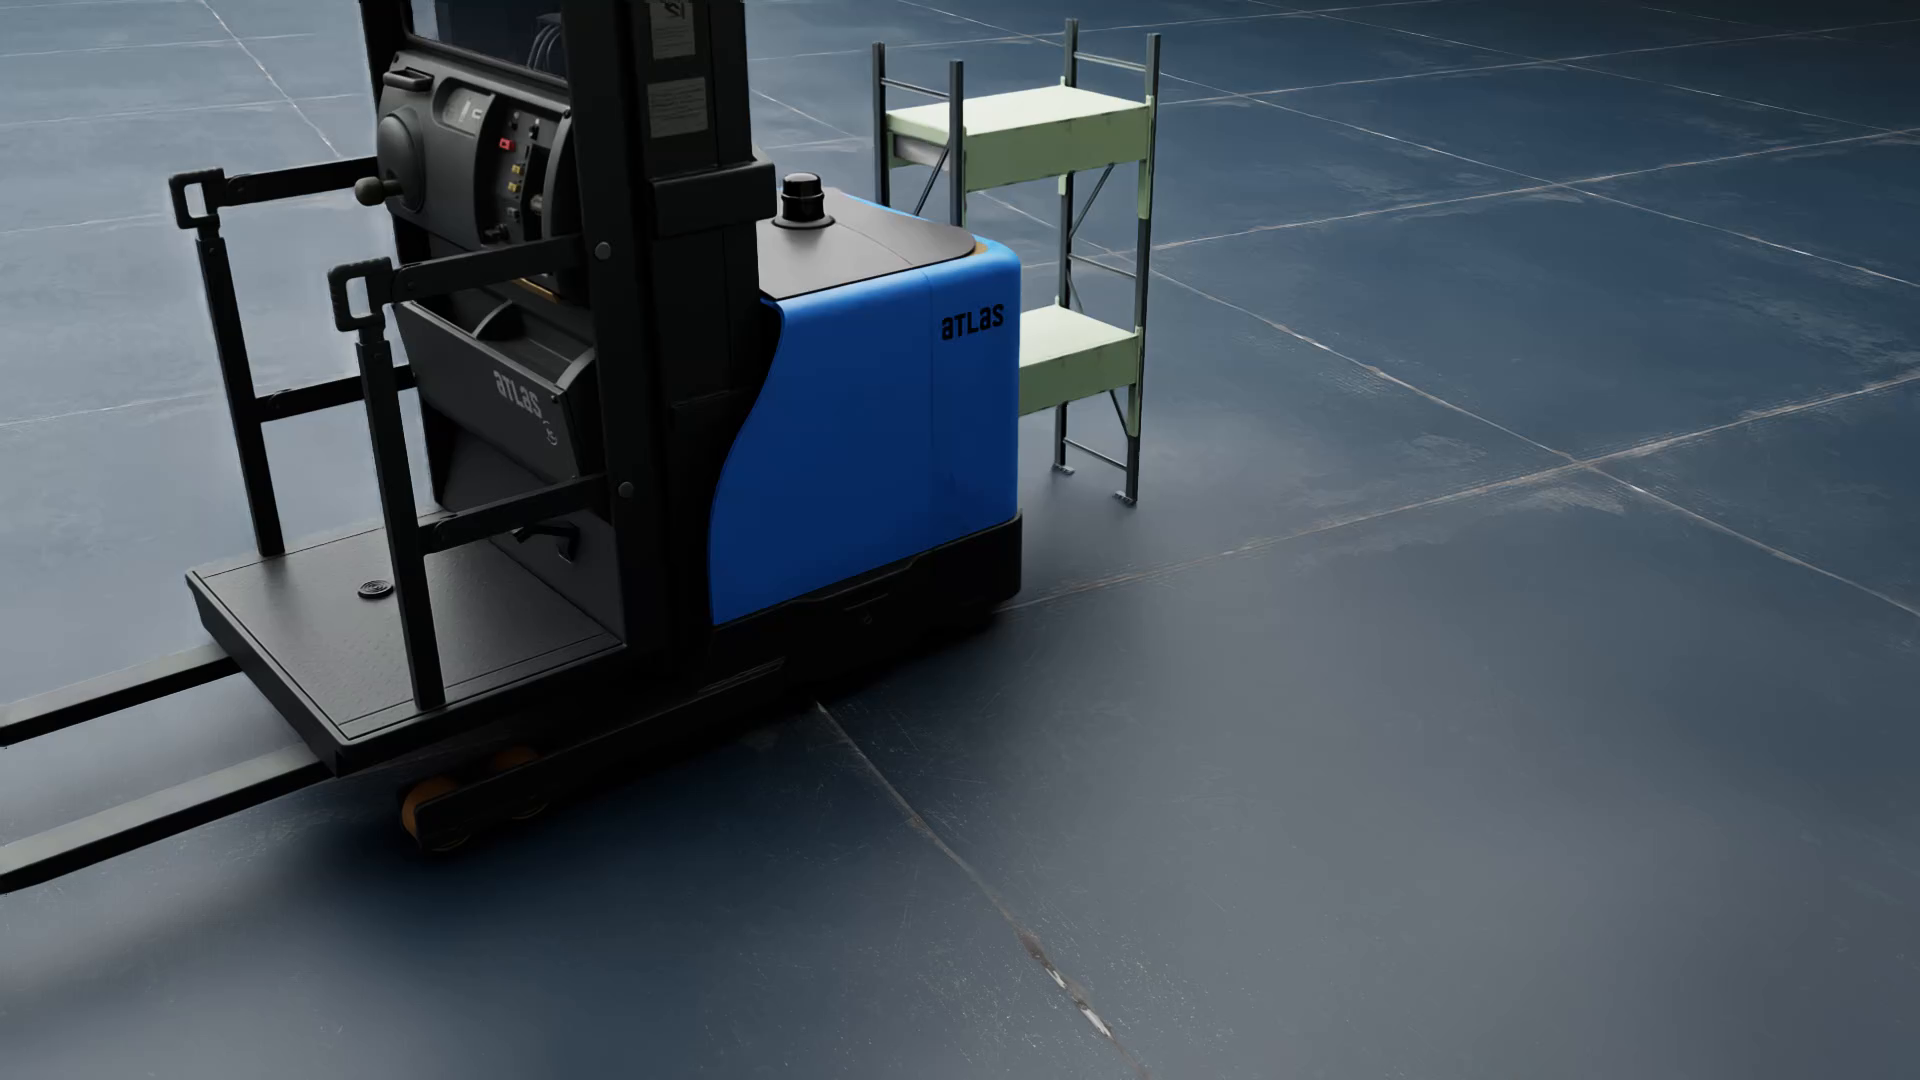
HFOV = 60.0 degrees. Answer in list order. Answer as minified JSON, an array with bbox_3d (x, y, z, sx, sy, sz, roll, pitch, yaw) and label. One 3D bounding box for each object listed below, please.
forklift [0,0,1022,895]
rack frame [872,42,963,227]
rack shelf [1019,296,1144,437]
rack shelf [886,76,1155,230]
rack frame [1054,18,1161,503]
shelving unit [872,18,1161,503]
[{"bbox_3d":[-1.280,-0.872,3.681,3.031,2.935,1.130,-20,32,-35],"label":"forklift"},{"bbox_3d":[-0.122,-0.676,4.926,0.023,1.500,0.400,-19,31,-33],"label":"rack frame"},{"bbox_3d":[0.168,-0.479,5.269,0.720,0.370,0.431,-19,31,-33],"label":"rack shelf"},{"bbox_3d":[0.168,-1.125,4.959,0.720,0.370,0.431,-19,31,-33],"label":"rack shelf"},{"bbox_3d":[0.457,-0.870,5.330,0.023,1.500,0.400,-19,31,-33],"label":"rack frame"},{"bbox_3d":[0.168,-0.773,5.128,0.755,1.500,0.431,-19,31,-33],"label":"shelving unit"}]
